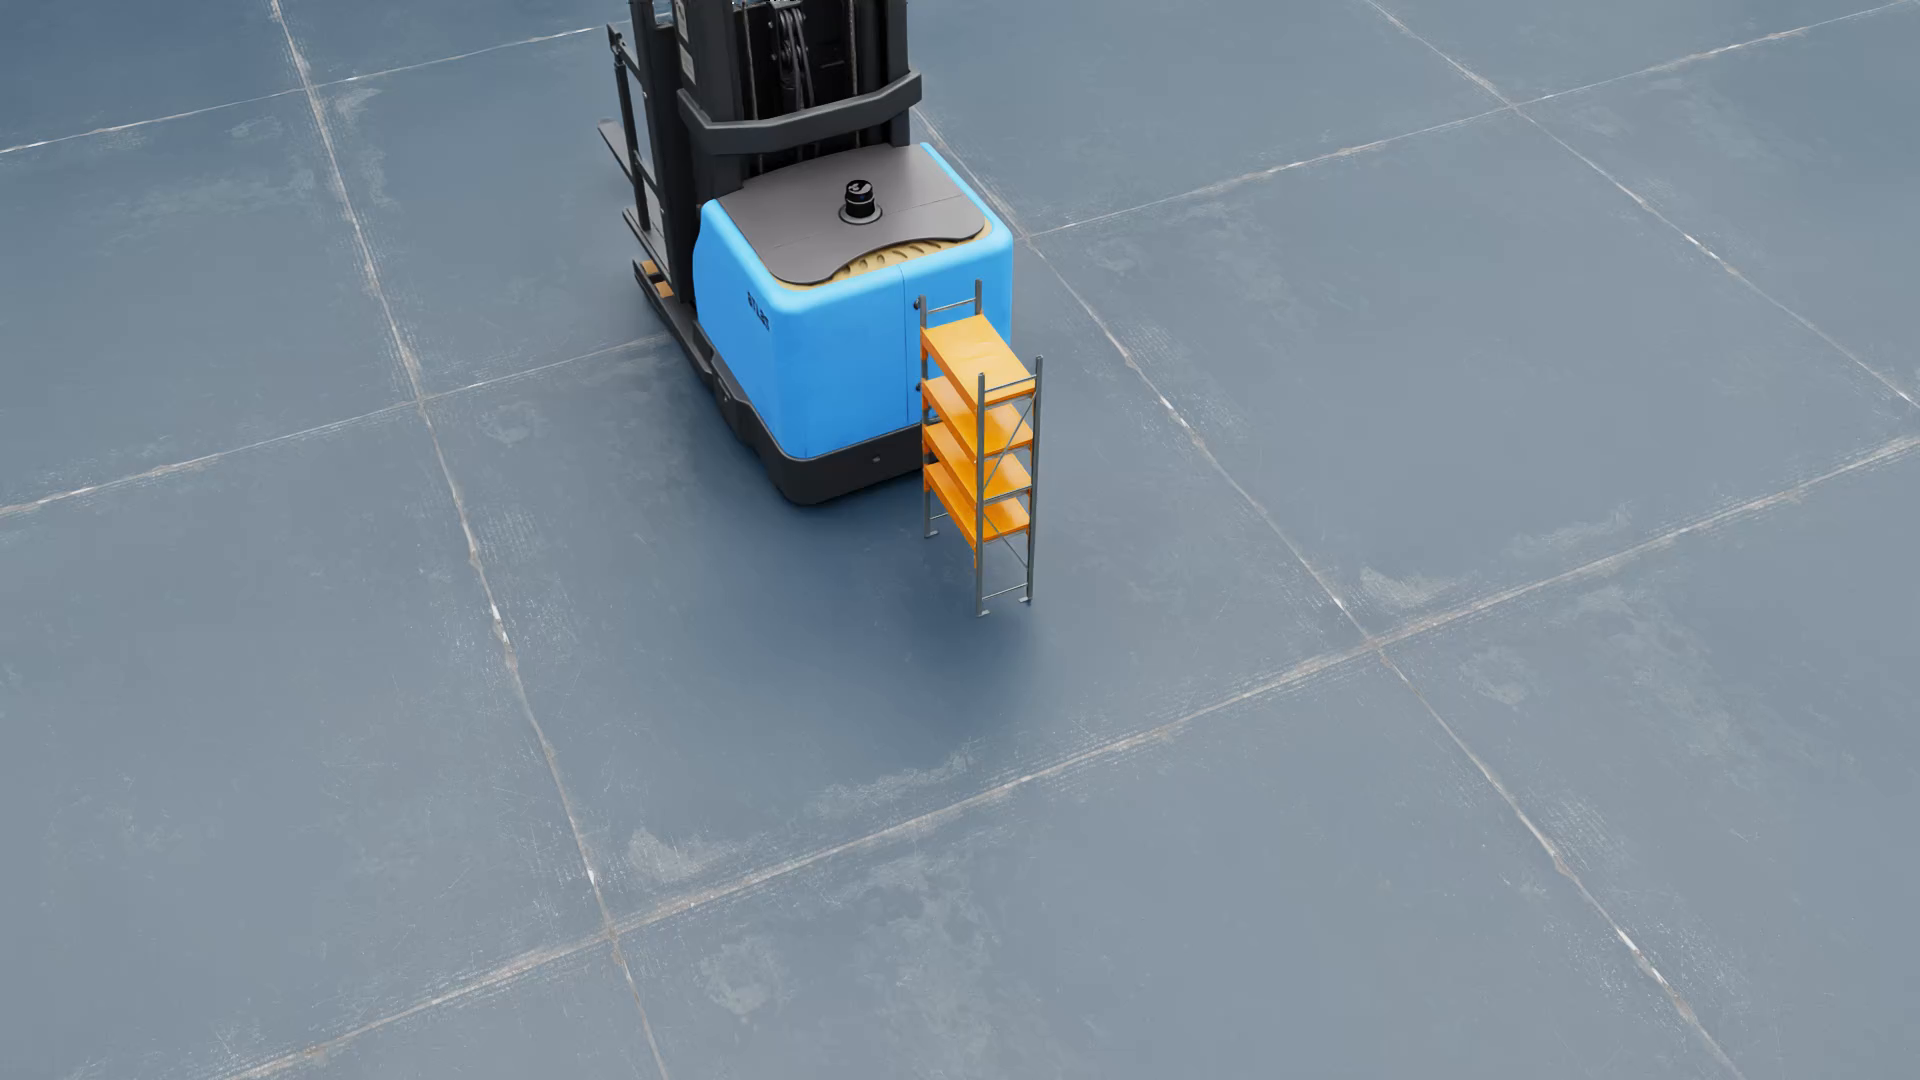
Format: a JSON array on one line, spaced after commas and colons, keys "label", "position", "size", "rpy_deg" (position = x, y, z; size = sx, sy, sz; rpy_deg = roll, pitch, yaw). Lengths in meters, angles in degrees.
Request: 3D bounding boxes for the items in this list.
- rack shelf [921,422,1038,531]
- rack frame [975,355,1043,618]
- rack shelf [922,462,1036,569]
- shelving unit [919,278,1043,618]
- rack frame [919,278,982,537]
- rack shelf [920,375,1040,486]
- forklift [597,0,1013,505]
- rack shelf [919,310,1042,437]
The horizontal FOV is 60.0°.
[{"label": "rack shelf", "position": [0.070, -0.274, 6.269], "size": [0.258, 0.148, 0.480], "rpy_deg": [-18, 47, -17]}, {"label": "rack frame", "position": [0.172, -0.166, 6.064], "size": [0.240, 1.200, 0.015], "rpy_deg": [-18, 47, -17]}, {"label": "rack shelf", "position": [0.070, -0.132, 6.408], "size": [0.258, 0.148, 0.480], "rpy_deg": [-18, 47, -17]}, {"label": "shelving unit", "position": [0.070, -0.322, 6.222], "size": [0.258, 1.200, 0.503], "rpy_deg": [-18, 47, -17]}, {"label": "rack frame", "position": [-0.033, -0.477, 6.379], "size": [0.240, 1.200, 0.015], "rpy_deg": [-18, 47, -17]}, {"label": "rack shelf", "position": [0.070, -0.433, 6.112], "size": [0.258, 0.148, 0.480], "rpy_deg": [-18, 47, -17]}, {"label": "forklift", "position": [-0.895, -2.225, 6.918], "size": [1.130, 2.935, 3.031], "rpy_deg": [-20, 48, -19]}, {"label": "rack shelf", "position": [0.070, -0.601, 5.946], "size": [0.258, 0.148, 0.480], "rpy_deg": [-18, 47, -17]}]
